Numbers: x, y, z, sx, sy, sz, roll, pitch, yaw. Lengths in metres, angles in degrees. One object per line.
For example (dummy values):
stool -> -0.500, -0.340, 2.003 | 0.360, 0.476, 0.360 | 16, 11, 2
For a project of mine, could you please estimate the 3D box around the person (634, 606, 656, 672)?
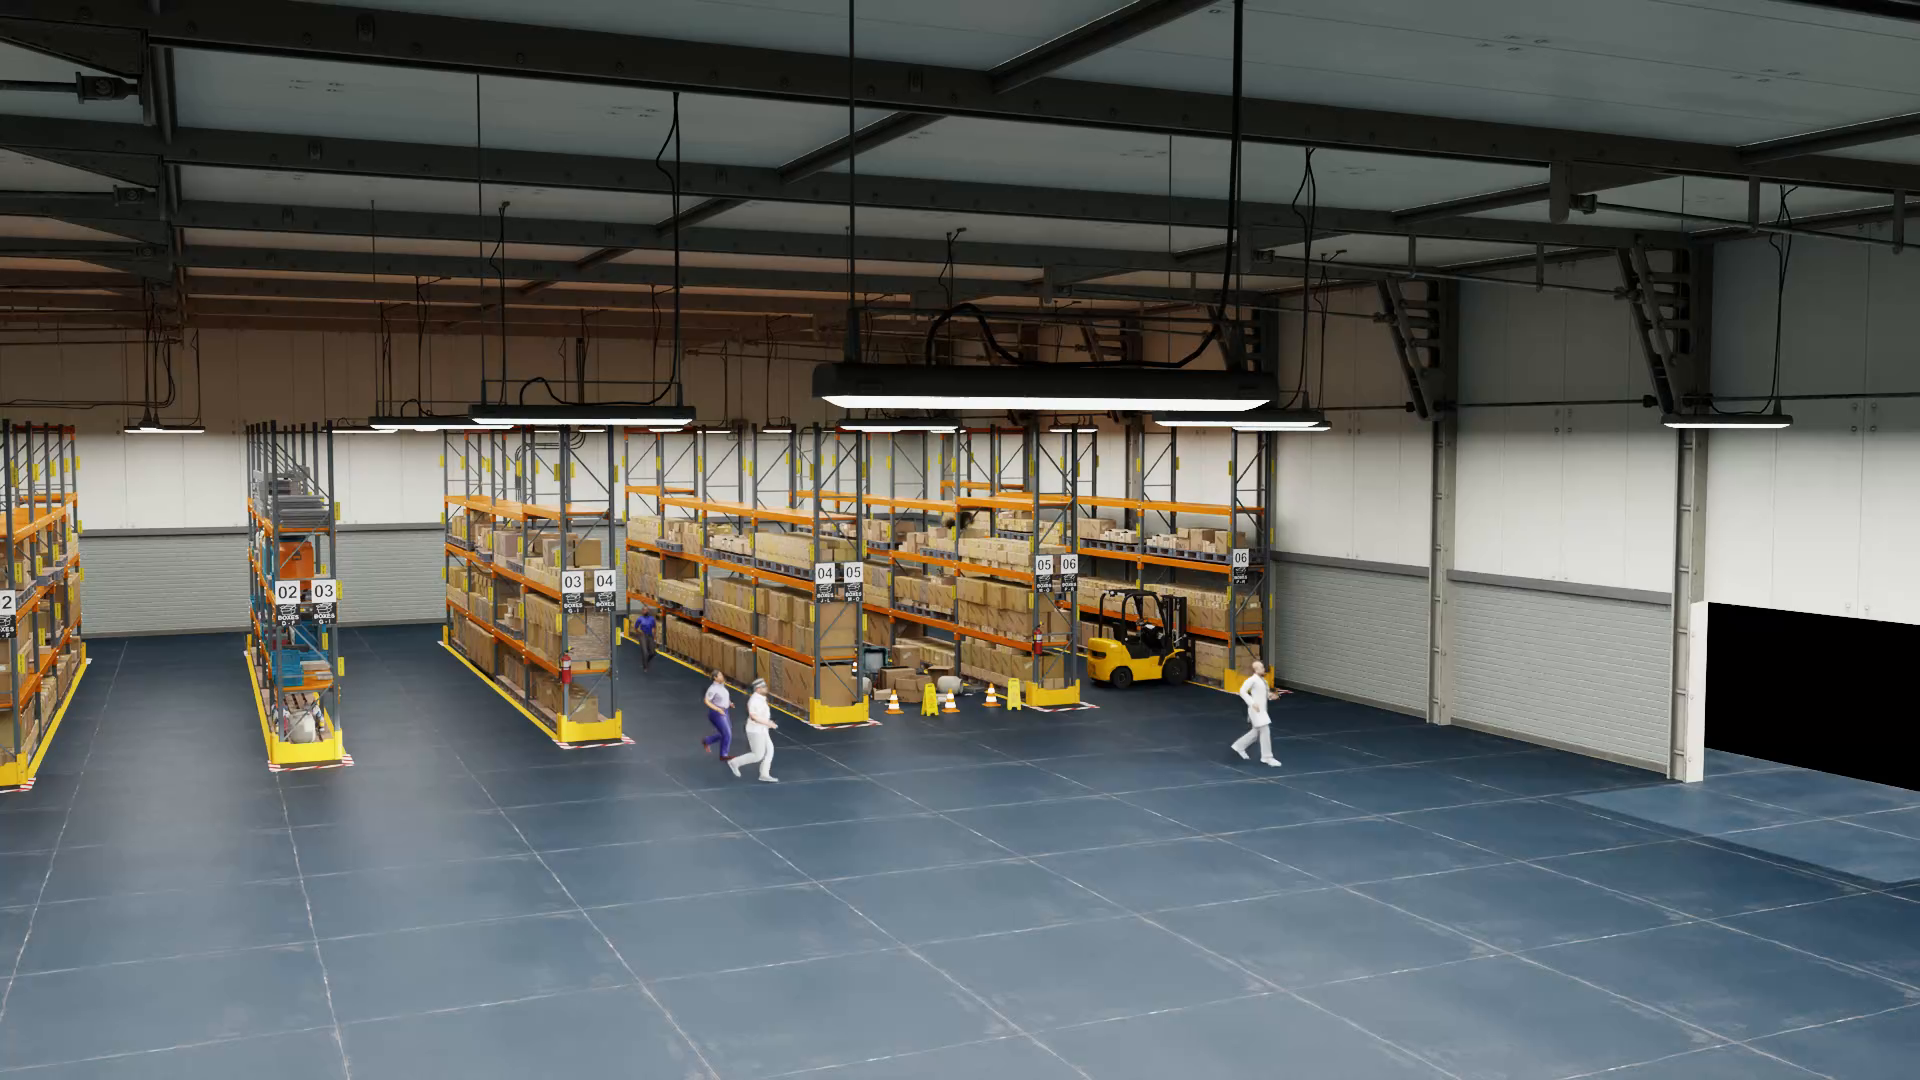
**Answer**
person -> -7.604, 2.399, 40.314 | 0.568, 1.606, 0.578 | -2, 4, -25

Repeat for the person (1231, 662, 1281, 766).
person -> 5.171, 3.012, 29.025 | 0.921, 1.794, 0.705 | 2, 4, 24

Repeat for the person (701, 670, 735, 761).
person -> -4.284, 3.088, 29.338 | 0.669, 1.599, 0.599 | 1, 4, 12

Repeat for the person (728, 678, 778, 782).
person -> -3.411, 3.138, 27.452 | 0.829, 1.750, 0.653 | 0, 4, -2
